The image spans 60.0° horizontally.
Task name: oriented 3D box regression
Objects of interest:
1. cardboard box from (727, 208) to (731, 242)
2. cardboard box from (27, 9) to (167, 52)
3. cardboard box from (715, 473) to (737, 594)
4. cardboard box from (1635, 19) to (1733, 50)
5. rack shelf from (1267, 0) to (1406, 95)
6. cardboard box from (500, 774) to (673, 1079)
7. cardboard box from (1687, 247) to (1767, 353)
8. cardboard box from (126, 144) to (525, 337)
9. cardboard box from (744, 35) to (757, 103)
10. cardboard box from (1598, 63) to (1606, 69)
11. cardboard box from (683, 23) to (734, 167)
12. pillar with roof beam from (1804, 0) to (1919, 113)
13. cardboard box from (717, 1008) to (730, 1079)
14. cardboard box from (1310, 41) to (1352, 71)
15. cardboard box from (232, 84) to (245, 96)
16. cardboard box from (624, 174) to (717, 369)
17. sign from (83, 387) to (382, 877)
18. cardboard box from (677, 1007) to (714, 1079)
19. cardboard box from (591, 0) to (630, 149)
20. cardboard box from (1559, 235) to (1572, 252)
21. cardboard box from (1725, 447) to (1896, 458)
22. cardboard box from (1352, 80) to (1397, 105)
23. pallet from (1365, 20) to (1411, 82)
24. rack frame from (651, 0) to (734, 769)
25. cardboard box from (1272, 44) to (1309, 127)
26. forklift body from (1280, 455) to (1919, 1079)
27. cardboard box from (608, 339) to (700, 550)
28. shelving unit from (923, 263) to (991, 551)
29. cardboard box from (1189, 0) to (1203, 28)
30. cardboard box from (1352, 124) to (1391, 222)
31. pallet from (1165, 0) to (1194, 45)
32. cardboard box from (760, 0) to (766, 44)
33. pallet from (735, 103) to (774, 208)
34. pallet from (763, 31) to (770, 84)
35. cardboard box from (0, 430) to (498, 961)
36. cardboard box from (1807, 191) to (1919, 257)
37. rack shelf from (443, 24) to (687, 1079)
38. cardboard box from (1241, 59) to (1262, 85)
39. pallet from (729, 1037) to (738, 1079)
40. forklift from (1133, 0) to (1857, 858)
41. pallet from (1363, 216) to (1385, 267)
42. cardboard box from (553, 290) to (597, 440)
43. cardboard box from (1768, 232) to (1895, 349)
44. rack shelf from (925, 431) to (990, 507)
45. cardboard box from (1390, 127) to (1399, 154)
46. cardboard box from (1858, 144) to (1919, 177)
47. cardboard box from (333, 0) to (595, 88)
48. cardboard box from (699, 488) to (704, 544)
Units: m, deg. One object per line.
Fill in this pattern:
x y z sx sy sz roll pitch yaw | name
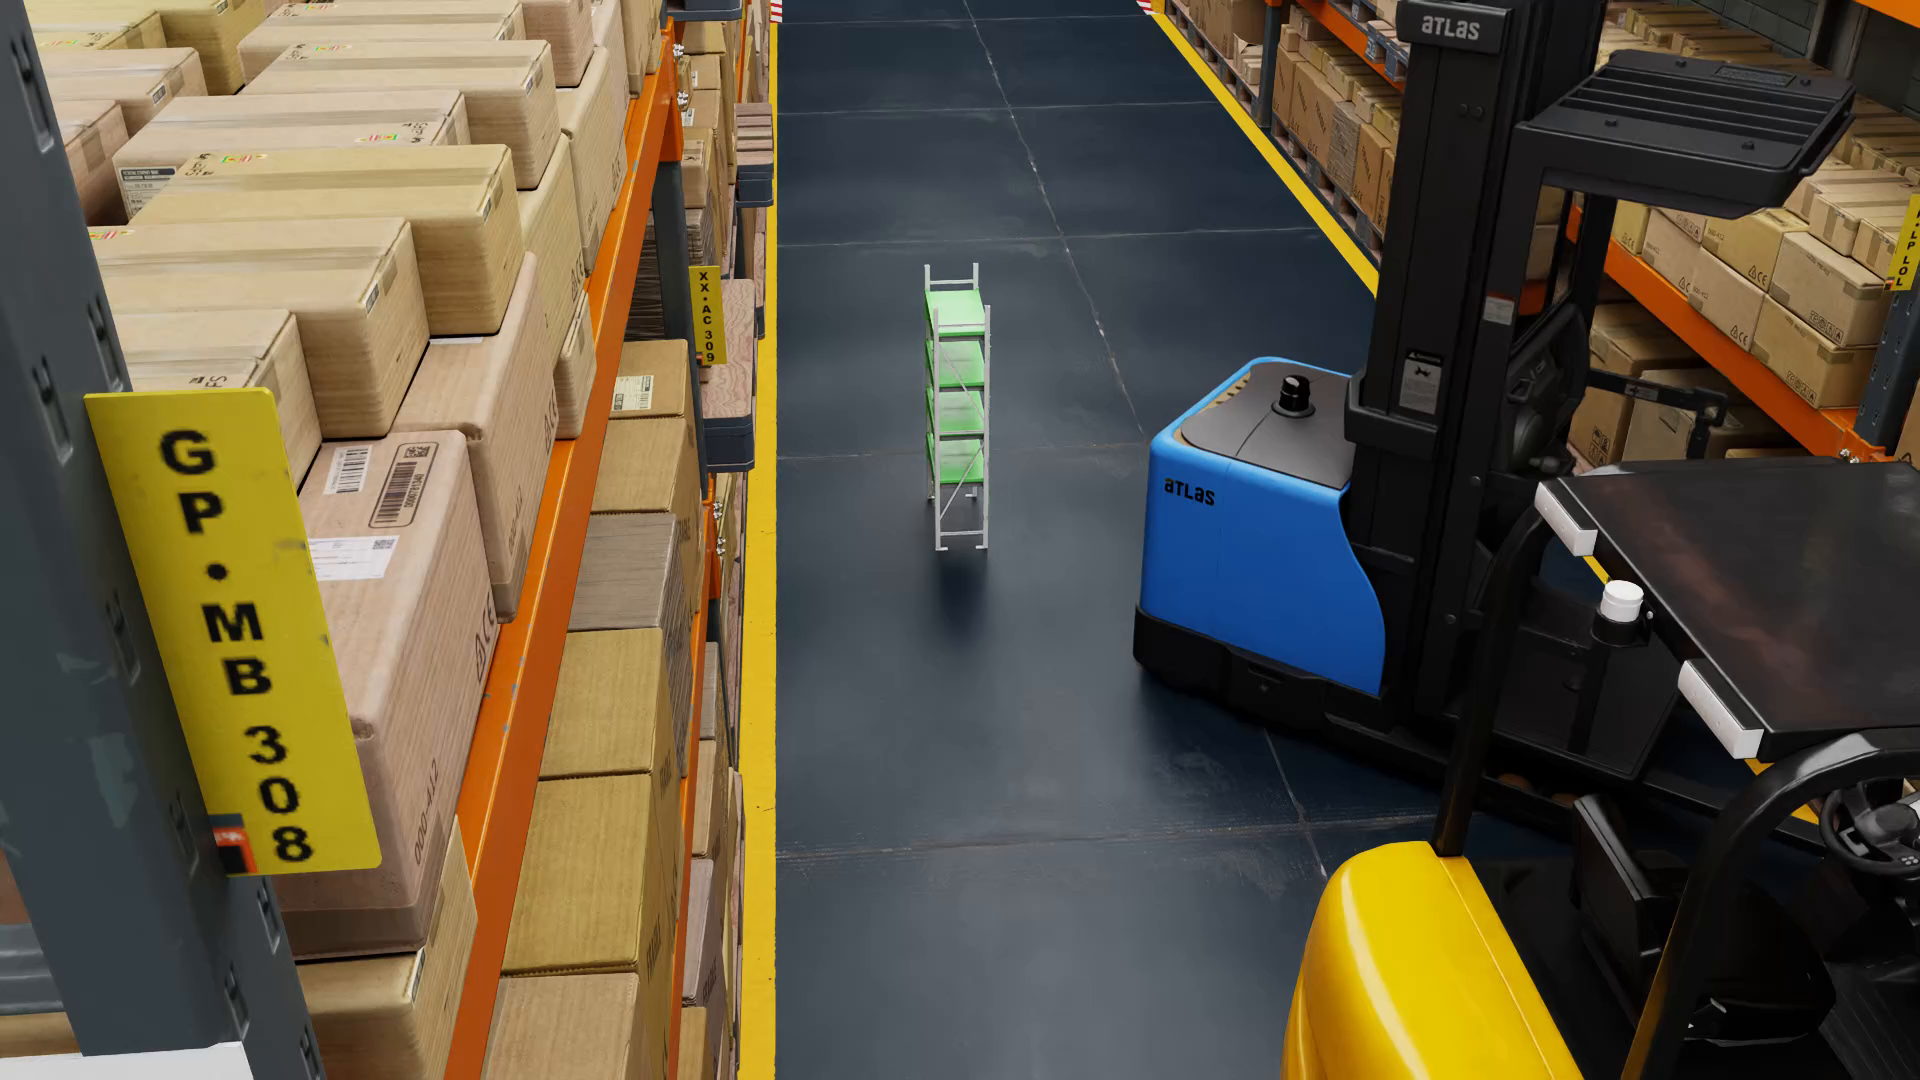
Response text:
-1.152 -1.326 6.880 0.380 0.149 0.250 -2 31 -3 | cardboard box
-1.450 -0.709 2.555 0.380 0.149 0.250 -2 31 -3 | cardboard box
-1.443 0.024 6.938 0.950 0.372 0.625 -1 31 -1 | cardboard box
3.578 -2.473 8.235 0.380 0.149 0.250 -3 31 -5 | cardboard box
3.060 -3.284 11.024 1.077 0.370 4.000 -3 31 -5 | rack shelf
-0.816 0.803 3.094 0.500 0.500 0.500 -3 31 -6 | cardboard box
3.261 -0.966 6.588 0.500 0.250 0.500 -3 31 -5 | cardboard box
-0.728 -0.351 1.955 0.380 0.149 0.250 -3 31 -5 | cardboard box
-1.839 -2.868 11.290 0.875 0.875 0.875 -2 31 -3 | cardboard box
3.114 -2.058 7.539 0.380 0.149 0.250 -2 31 -4 | cardboard box
-1.268 -1.943 7.280 0.500 0.500 0.500 -5 31 -8 | cardboard box
-0.020 -4.318 6.204 9.100 9.000 0.400 -3 31 -5 | pillar with roof beam
-0.896 1.531 4.534 0.500 0.250 0.500 -2 31 -4 | cardboard box
2.780 -3.535 12.139 0.380 0.149 0.250 -4 31 -7 | cardboard box
-1.412 -0.626 2.804 0.500 0.250 0.500 -2 31 -4 | cardboard box
-1.079 -0.893 5.524 0.500 0.500 0.500 -2 31 -3 | cardboard box
-0.407 0.064 0.941 0.100 0.325 0.005 -3 31 -5 | sign
-0.842 1.471 3.904 0.500 0.500 0.500 -2 31 -4 | cardboard box
-0.930 -0.909 3.278 0.500 0.250 0.500 -3 31 -5 | cardboard box
3.292 -1.413 9.097 0.875 0.625 0.625 -2 31 -3 | cardboard box
3.561 0.044 6.657 0.875 0.625 0.625 -1 31 -2 | cardboard box
2.880 -3.003 11.248 0.380 0.149 0.250 -3 31 -4 | cardboard box
3.114 -2.832 9.753 1.213 0.211 1.003 -3 31 -5 | pallet
-1.321 -0.289 5.310 1.000 3.000 0.127 -3 31 -5 | rack frame
2.694 -3.463 12.651 0.500 0.500 0.500 -1 31 -2 | cardboard box
2.001 0.997 3.984 2.313 2.155 1.214 -3 31 -5 | forklift body
-1.032 -0.245 4.848 0.500 0.500 0.500 -4 31 -6 | cardboard box
-0.015 -0.600 7.584 0.258 1.200 0.503 -3 31 -5 | shelving unit
2.503 -5.008 15.237 0.700 0.500 0.500 -2 31 -3 | cardboard box
2.906 -2.407 10.883 0.500 0.500 0.500 -1 31 -2 | cardboard box
2.582 -5.013 15.937 1.003 0.211 1.213 -3 31 -5 | pallet
-2.187 -4.697 14.778 0.875 0.438 0.875 -2 31 -3 | cardboard box
-1.522 -1.891 8.177 1.213 0.211 1.003 -3 31 -5 | pallet
-2.179 -4.193 14.564 1.003 0.211 1.213 -3 31 -5 | pallet
-0.729 0.132 1.535 0.500 0.250 0.500 -3 31 -5 | cardboard box
3.326 -1.145 6.012 0.380 0.149 0.250 -3 31 -5 | cardboard box
-1.134 -0.247 3.015 1.077 0.370 4.000 -3 31 -5 | rack shelf
2.529 -3.840 13.625 0.380 0.149 0.250 -4 31 -6 | cardboard box
-1.106 1.873 4.408 1.003 0.211 1.213 -3 31 -5 | pallet
2.213 -0.496 5.721 3.031 2.935 1.130 19 36 29 | forklift
3.215 -1.757 10.486 1.003 0.211 1.213 -3 31 -5 | pallet
-0.780 -0.272 2.599 0.380 0.149 0.250 -2 31 -4 | cardboard box
3.320 -0.918 6.020 0.500 0.250 0.500 -3 31 -6 | cardboard box
-0.015 -0.339 7.740 0.258 0.148 0.480 -3 31 -5 | rack shelf
2.912 -2.471 10.358 0.380 0.149 0.250 -4 31 -6 | cardboard box
3.762 -1.437 6.500 0.380 0.149 0.250 -3 31 -5 | cardboard box
-0.834 -0.873 2.829 0.380 0.149 0.250 -2 31 -4 | cardboard box
-0.987 -0.032 5.124 0.380 0.149 0.250 -3 31 -5 | cardboard box
